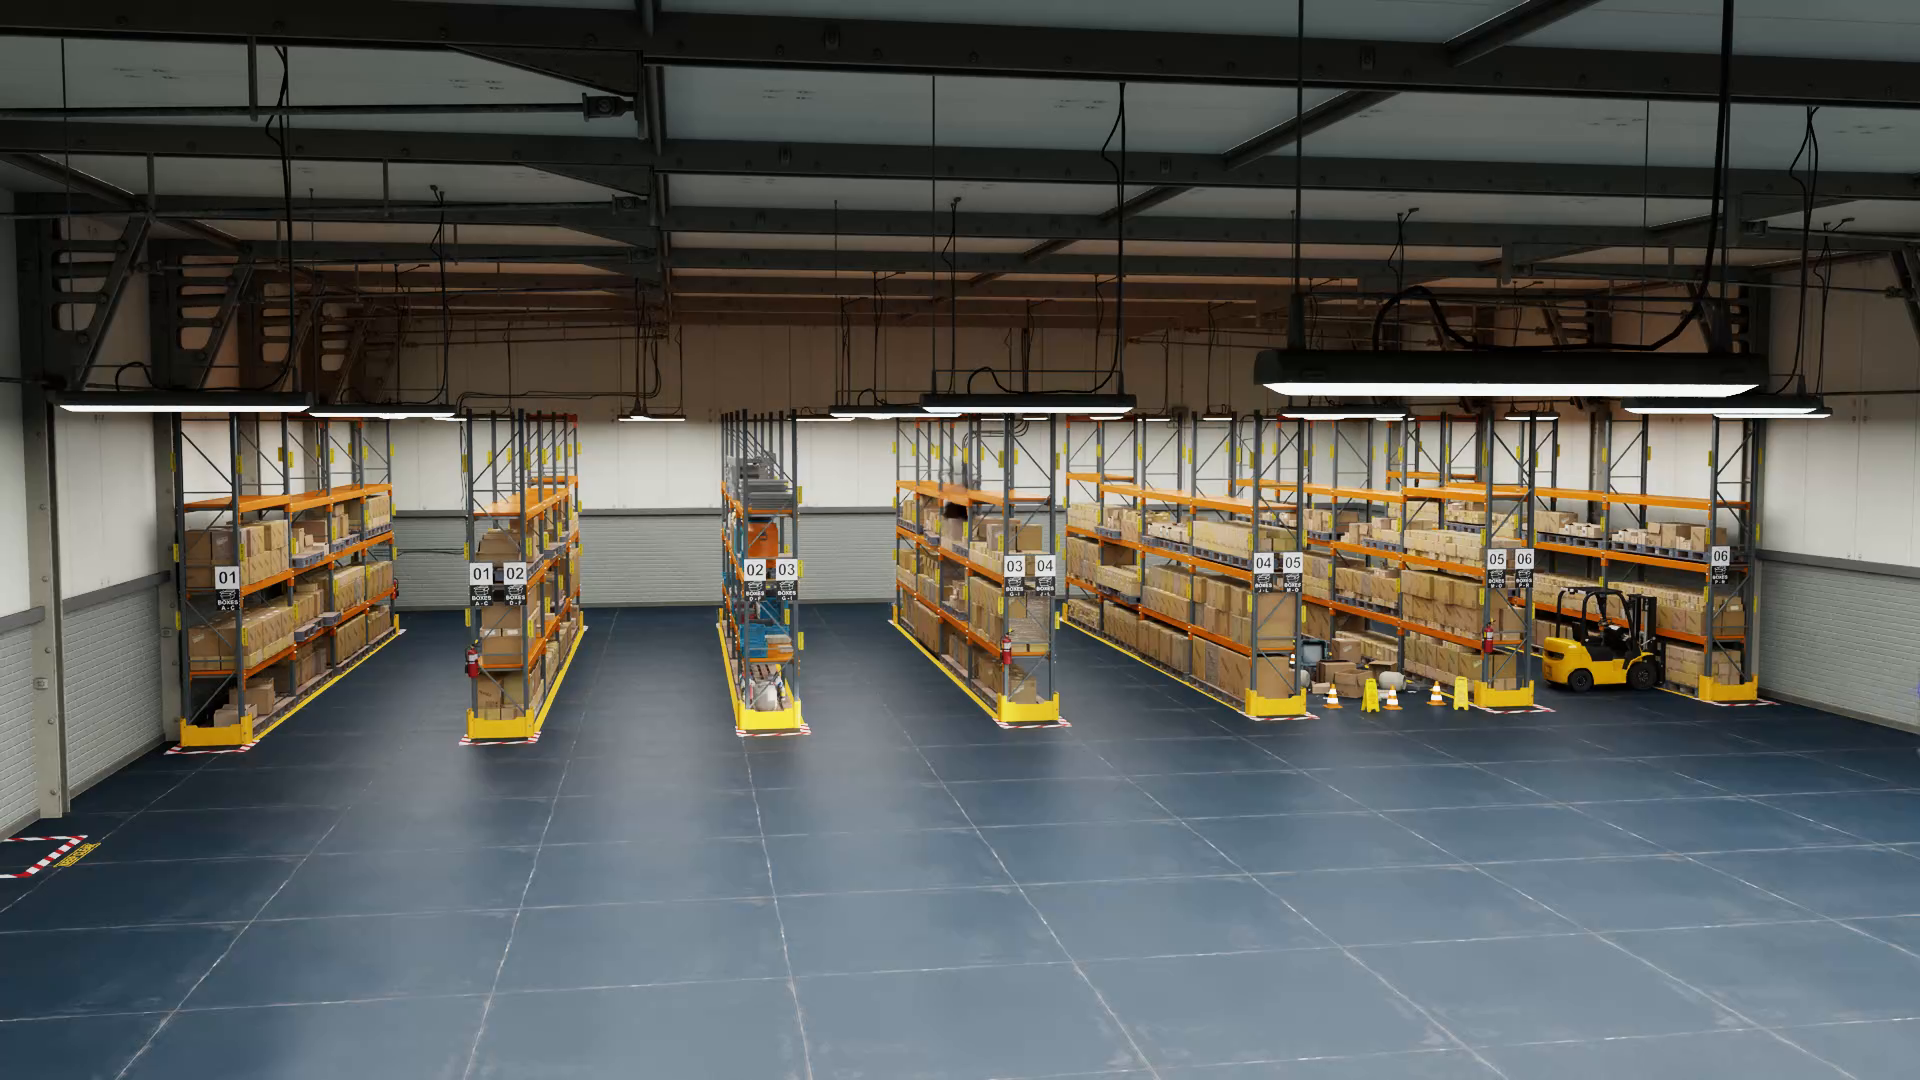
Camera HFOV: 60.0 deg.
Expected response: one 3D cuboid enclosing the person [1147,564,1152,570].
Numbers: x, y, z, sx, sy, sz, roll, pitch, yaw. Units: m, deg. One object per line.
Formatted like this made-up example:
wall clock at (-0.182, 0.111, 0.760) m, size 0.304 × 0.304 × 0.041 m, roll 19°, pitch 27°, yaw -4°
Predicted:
person at (5.466, 1.545, 47.543) m, size 0.673 × 1.726 × 0.636 m, roll -1°, pitch 4°, yaw -20°
